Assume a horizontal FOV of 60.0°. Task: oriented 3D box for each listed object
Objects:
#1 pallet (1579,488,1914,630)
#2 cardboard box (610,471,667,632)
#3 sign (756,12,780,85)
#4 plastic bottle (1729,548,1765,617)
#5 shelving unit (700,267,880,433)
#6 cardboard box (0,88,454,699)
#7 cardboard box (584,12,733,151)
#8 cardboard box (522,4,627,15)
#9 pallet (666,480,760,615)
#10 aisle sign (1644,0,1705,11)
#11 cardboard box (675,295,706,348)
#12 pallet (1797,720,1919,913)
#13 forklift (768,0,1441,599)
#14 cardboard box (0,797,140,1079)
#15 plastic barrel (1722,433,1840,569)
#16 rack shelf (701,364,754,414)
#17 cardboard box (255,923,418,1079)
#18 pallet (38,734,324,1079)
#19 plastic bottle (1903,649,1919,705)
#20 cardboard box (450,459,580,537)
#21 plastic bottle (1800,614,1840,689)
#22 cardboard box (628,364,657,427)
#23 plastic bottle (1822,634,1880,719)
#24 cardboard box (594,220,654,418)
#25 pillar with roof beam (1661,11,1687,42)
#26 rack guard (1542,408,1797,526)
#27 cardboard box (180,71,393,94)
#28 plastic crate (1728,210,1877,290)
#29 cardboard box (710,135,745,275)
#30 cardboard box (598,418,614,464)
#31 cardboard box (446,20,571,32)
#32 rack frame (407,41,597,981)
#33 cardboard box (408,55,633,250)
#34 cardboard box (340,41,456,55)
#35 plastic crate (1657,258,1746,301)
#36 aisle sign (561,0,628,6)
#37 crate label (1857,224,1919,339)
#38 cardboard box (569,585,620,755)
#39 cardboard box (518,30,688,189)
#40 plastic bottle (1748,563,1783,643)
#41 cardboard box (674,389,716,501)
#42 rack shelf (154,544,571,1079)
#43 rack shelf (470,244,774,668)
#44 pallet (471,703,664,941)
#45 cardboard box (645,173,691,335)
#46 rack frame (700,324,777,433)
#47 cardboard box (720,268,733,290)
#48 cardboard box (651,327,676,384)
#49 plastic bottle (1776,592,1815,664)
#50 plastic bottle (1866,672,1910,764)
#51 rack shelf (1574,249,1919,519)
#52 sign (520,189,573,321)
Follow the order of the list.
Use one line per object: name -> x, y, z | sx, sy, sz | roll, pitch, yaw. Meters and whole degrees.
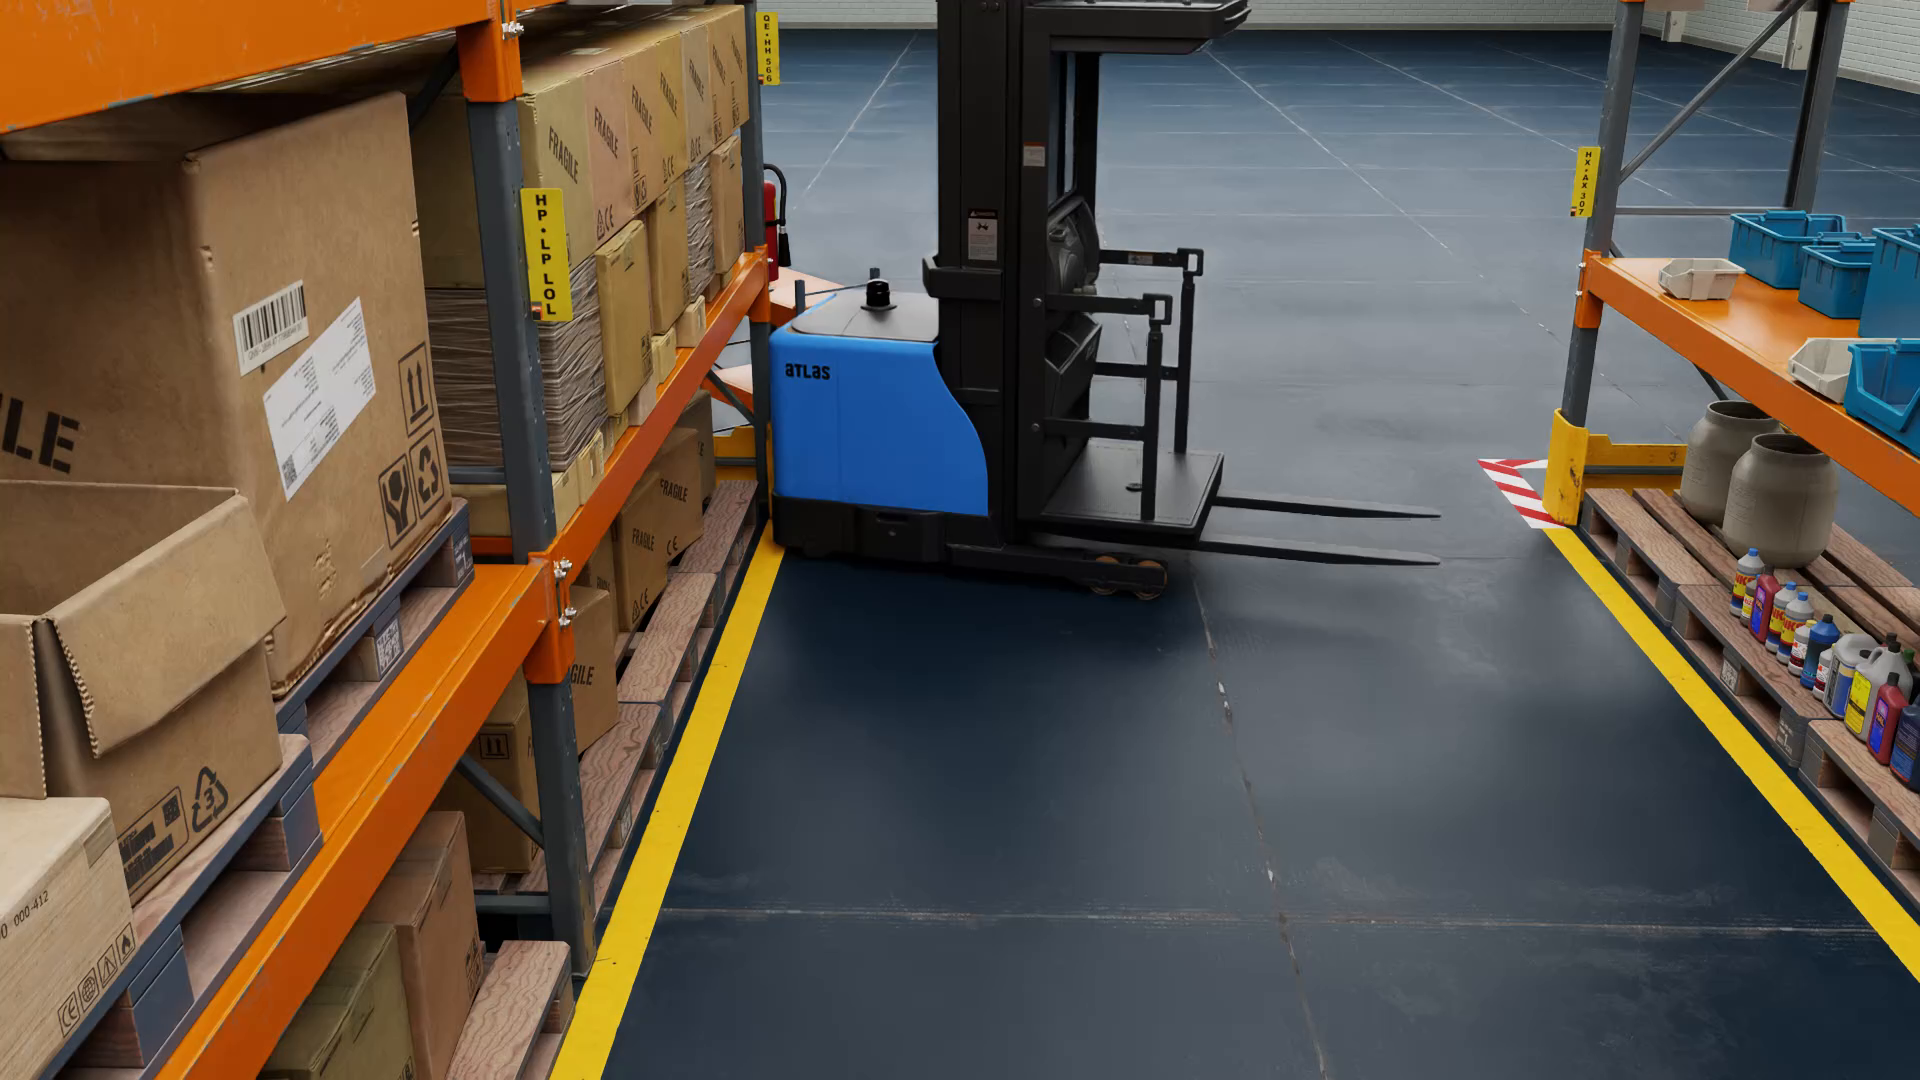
pallet -> 3.519, 0.067, 7.563 | 1.003, 0.211, 1.213 | 1, 21, 2
cardboard box -> -1.504, 0.029, 6.682 | 0.500, 0.500, 0.500 | 3, 21, 7
sign -> -0.892, -2.283, 7.727 | 0.100, 0.325, 0.005 | 1, 21, 2
plastic bottle -> 3.138, 0.165, 6.621 | 0.097, 0.271, 0.097 | 0, 21, 0
shelving unit -> -0.930, -0.959, 8.946 | 0.538, 1.125, 1.048 | -16, 26, -35
cardboard box -> -1.732, -0.352, 3.380 | 1.000, 1.000, 1.000 | 1, 21, 2
cardboard box -> -1.225, -1.878, 6.790 | 0.500, 0.500, 0.500 | 1, 21, 2
cardboard box -> -1.735, -2.064, 7.271 | 0.500, 0.500, 0.500 | 1, 21, 2
pallet -> -1.509, 0.012, 7.706 | 1.003, 0.211, 1.213 | 1, 21, 2
aisle sign -> 3.214, -2.795, 7.493 | 0.394, 0.787, 0.004 | 1, 21, 2
cardboard box -> -1.189, -0.843, 6.402 | 0.380, 0.149, 0.250 | 1, 21, 2
pallet -> 3.445, 0.950, 5.290 | 1.003, 0.211, 1.213 | 1, 21, 2
forklift -> 0.693, -1.318, 7.375 | 3.031, 2.935, 1.130 | 6, 22, 14
cardboard box -> -1.409, 0.554, 2.080 | 0.500, 0.250, 0.500 | 0, 21, 0
plastic barrel -> 3.546, -0.170, 7.179 | 0.421, 0.512, 0.421 | 0, 21, 0
rack shelf -> -0.930, -0.731, 9.035 | 0.538, 0.278, 1.000 | -16, 26, -35
cardboard box -> -1.641, 1.192, 3.658 | 0.700, 0.500, 0.500 | 1, 21, 1
pallet -> -1.670, 0.657, 2.454 | 1.003, 0.211, 1.213 | 1, 21, 2
plastic bottle -> 3.233, 0.523, 5.681 | 0.061, 0.283, 0.133 | 1, 21, 2
cardboard box -> -1.261, -0.120, 4.538 | 0.380, 0.149, 0.250 | 1, 21, 2
plastic bottle -> 3.118, 0.398, 6.020 | 0.097, 0.271, 0.097 | 0, 21, 0
cardboard box -> -1.213, -0.481, 5.470 | 0.380, 0.149, 0.250 | 1, 21, 2
plastic bottle -> 3.139, 0.476, 5.813 | 0.152, 0.276, 0.135 | 1, 21, 3
cardboard box -> -1.442, -0.690, 5.112 | 0.875, 0.500, 0.500 | 1, 21, 2
pillar with roof beam -> 10.860, -14.874, 33.923 | 9.100, 9.000, 0.400 | 1, 21, 2
rack guard -> 3.549, -0.361, 8.268 | 1.175, 0.500, 0.348 | 1, 21, 2
cardboard box -> -1.829, -0.980, 4.475 | 0.500, 0.500, 0.500 | 1, 21, 2
plastic crate -> 3.788, -1.301, 7.440 | 0.499, 0.251, 0.616 | 1, 21, 2
cardboard box -> -1.386, -1.413, 6.975 | 0.875, 0.500, 0.500 | 1, 21, 2
cardboard box -> -1.260, -0.301, 5.005 | 0.380, 0.149, 0.250 | 1, 21, 2
cardboard box -> -1.771, -1.703, 6.339 | 0.500, 0.500, 0.500 | 1, 21, 2
rack frame -> -1.568, -0.162, 4.301 | 1.000, 3.000, 0.127 | 1, 21, 2
cardboard box -> -1.286, -1.155, 4.926 | 0.500, 0.500, 0.500 | 1, 21, 2
cardboard box -> -1.799, -1.341, 5.407 | 0.500, 0.500, 0.500 | 1, 21, 2
plastic crate -> 3.156, -1.111, 7.111 | 0.298, 0.136, 0.250 | 1, 21, 2
aisle sign -> -1.744, -2.846, 7.624 | 0.394, 0.787, 0.004 | 1, 21, 2
crate label -> 3.719, -0.902, 6.159 | 0.502, 0.435, 0.616 | 1, 21, 2
cardboard box -> -1.506, 0.456, 5.583 | 0.500, 0.500, 0.500 | 8, 22, 19
cardboard box -> -1.267, -1.516, 5.858 | 0.500, 0.500, 0.500 | 1, 21, 2
plastic bottle -> 3.113, 0.241, 6.409 | 0.061, 0.283, 0.133 | 1, 21, 3
cardboard box -> -1.482, -0.414, 7.823 | 0.500, 0.500, 0.500 | 5, 22, 12
rack shelf -> -1.629, 0.896, 2.567 | 1.077, 0.370, 4.000 | 1, 21, 2
rack shelf -> -1.507, -0.550, 6.295 | 1.077, 0.370, 4.000 | 1, 21, 2
pallet -> -1.583, 0.894, 5.432 | 1.003, 0.211, 1.213 | 1, 21, 2
cardboard box -> -1.471, -1.052, 6.045 | 0.875, 0.500, 0.500 | 1, 21, 2
rack frame -> -1.244, -1.104, 9.319 | 0.500, 1.125, 0.032 | -16, 26, -35
cardboard box -> -1.213, -1.205, 7.335 | 0.380, 0.149, 0.250 | 1, 21, 2
cardboard box -> -1.228, -0.662, 5.936 | 0.380, 0.149, 0.250 | 1, 21, 2
plastic bottle -> 3.124, 0.325, 6.209 | 0.097, 0.271, 0.097 | 0, 21, 0
plastic bottle -> 3.083, 0.588, 5.512 | 0.061, 0.283, 0.133 | 2, 21, 5
rack shelf -> 3.444, -0.496, 6.154 | 1.077, 0.370, 4.000 | 1, 21, 2
sign -> -1.013, -0.697, 4.079 | 0.100, 0.325, 0.005 | 1, 21, 2
